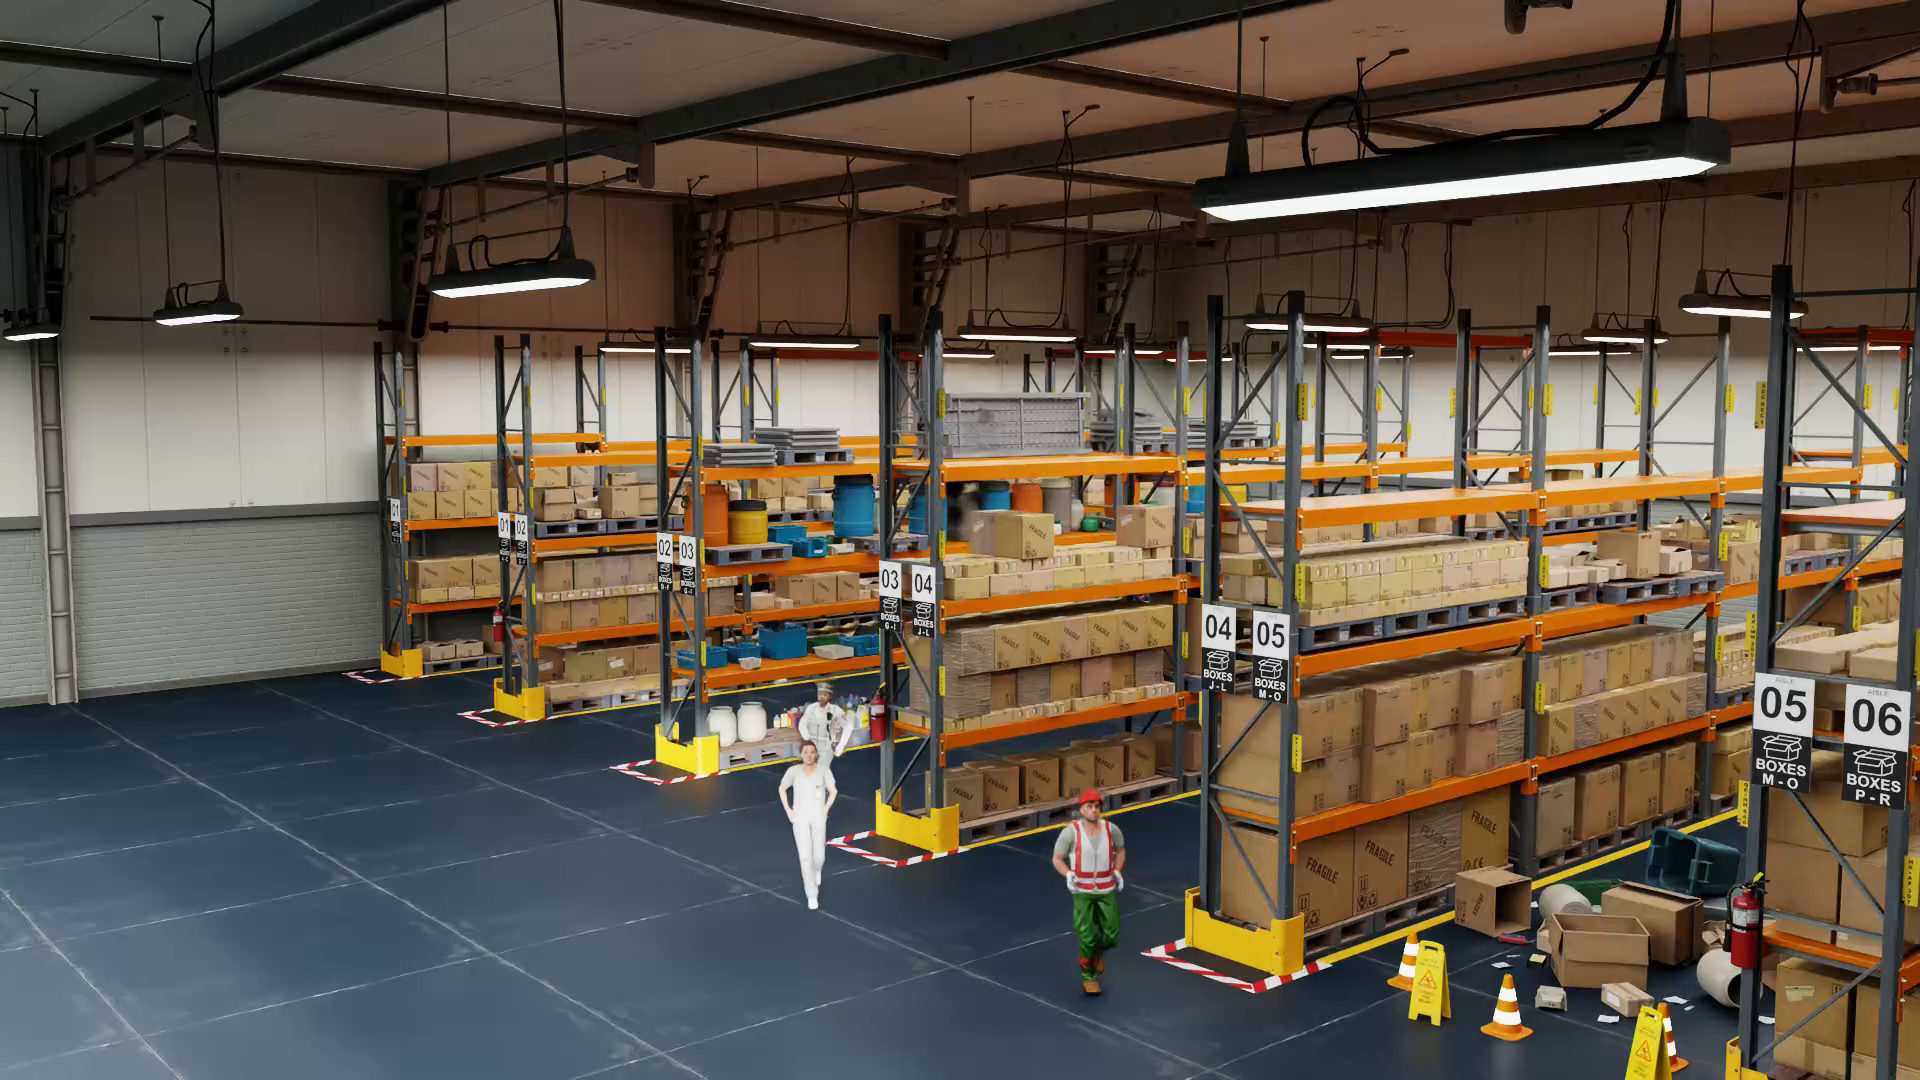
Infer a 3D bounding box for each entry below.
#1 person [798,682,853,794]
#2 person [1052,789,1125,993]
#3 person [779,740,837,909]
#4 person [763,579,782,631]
[{"bbox_3d":[-1.626,2.514,19.958,0.667,1.675,0.796,2,5,17],"label":"person"},{"bbox_3d":[1.137,3.001,14.252,0.645,1.737,0.620,-1,5,-9],"label":"person"},{"bbox_3d":[-1.535,2.827,16.820,0.587,1.651,0.739,-1,5,-9],"label":"person"},{"bbox_3d":[-3.516,1.515,31.609,0.567,1.548,0.535,-4,7,-39],"label":"person"}]
